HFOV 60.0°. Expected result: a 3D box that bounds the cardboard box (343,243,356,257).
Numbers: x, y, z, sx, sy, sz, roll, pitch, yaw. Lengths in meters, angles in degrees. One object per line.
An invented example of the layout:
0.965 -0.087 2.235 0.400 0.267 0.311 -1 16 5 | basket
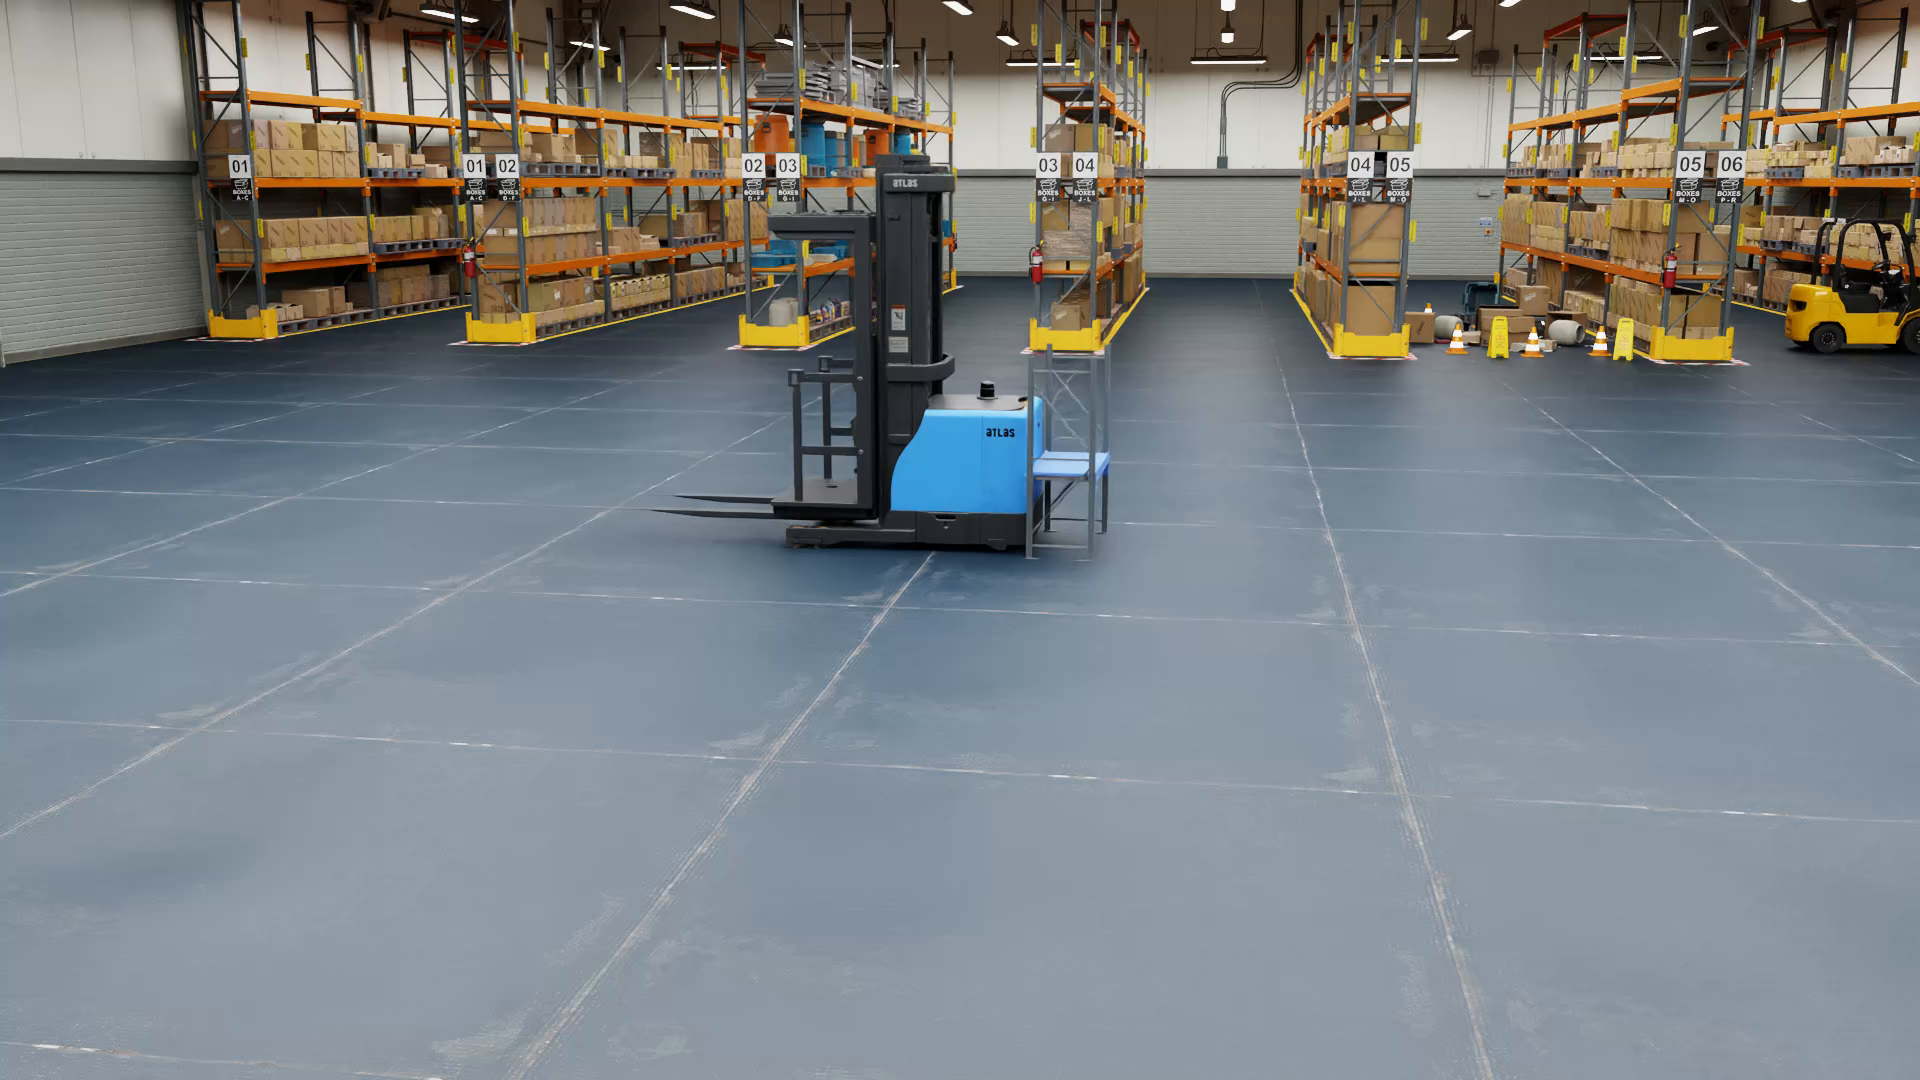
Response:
-12.181 -5.679 32.535 0.500 0.250 0.500 2 12 9 | cardboard box

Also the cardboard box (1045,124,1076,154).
1.734 -6.877 28.532 0.500 0.500 0.500 2 12 9 | cardboard box

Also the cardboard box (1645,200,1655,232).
11.486 -5.221 26.784 0.700 0.500 0.500 2 12 9 | cardboard box

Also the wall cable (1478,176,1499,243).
14.842 -9.337 46.712 0.585 1.953 0.123 2 12 9 | wall cable

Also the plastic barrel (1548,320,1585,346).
10.359 -3.539 28.411 0.421 0.421 0.512 -10 16 -40 | plastic barrel

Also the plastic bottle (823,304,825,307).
-2.532 -4.268 31.083 0.061 0.283 0.133 2 12 9 | plastic bottle

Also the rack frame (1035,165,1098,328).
1.745 -4.641 27.407 1.000 3.000 0.127 2 12 9 | rack frame

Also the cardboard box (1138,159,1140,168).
4.179 -9.631 41.970 0.700 0.500 0.500 1 12 5 | cardboard box

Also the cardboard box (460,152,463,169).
-11.660 -8.733 37.992 0.700 0.500 0.500 1 12 6 | cardboard box

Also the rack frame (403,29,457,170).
-11.707 -9.720 36.737 1.000 3.000 0.127 2 12 9 | rack frame

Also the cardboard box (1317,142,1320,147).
7.844 -8.375 35.559 0.396 0.266 0.258 2 12 9 | cardboard box

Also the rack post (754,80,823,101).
-2.907 -7.643 28.283 0.937 0.300 0.954 3 13 15 | rack post

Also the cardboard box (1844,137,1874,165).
17.321 -7.451 31.857 0.500 0.500 0.500 2 12 9 | cardboard box

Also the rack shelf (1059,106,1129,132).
2.668 -8.275 32.689 1.077 0.370 4.000 2 12 9 | rack shelf

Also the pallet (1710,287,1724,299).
18.770 -5.945 40.079 1.003 0.211 1.213 2 12 9 | pallet

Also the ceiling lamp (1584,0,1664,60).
17.015 -13.910 42.321 2.000 3.185 0.800 2 12 9 | ceiling lamp

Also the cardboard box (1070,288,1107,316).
2.476 -4.594 32.078 0.700 0.500 0.500 1 12 4 | cardboard box

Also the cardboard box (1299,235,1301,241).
8.625 -7.501 41.278 0.380 0.149 0.250 2 12 7 | cardboard box

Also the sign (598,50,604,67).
-6.883 -9.239 31.909 0.100 0.325 0.005 2 12 9 | sign

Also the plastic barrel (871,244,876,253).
-1.930 -6.212 34.435 0.421 0.512 0.421 0 12 0 | plastic barrel

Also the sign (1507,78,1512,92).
13.451 -11.136 40.714 0.100 0.325 0.005 2 12 9 | sign

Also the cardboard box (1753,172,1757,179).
18.184 -8.243 37.598 0.380 0.149 0.250 2 12 8 | cardboard box

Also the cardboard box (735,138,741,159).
-5.872 -9.771 41.480 0.700 0.500 0.500 2 12 9 | cardboard box

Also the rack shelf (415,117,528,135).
-11.400 -9.589 38.786 1.077 0.370 4.000 2 12 9 | rack shelf

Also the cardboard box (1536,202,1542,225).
12.980 -7.166 36.515 0.500 0.500 0.500 2 12 8 | cardboard box

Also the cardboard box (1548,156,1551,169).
12.756 -8.055 35.450 0.396 0.266 0.258 3 13 13 | cardboard box

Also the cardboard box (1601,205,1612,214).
12.094 -6.116 30.774 0.380 0.149 0.250 2 12 7 | cardboard box

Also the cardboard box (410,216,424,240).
-11.940 -6.693 35.649 0.700 0.500 0.500 2 12 9 | cardboard box

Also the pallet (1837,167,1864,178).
17.657 -7.055 31.937 1.213 0.211 1.003 2 12 11 | pallet

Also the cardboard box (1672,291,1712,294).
12.014 -3.820 27.350 0.500 0.500 0.500 1 12 7 | cardboard box

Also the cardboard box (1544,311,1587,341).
10.643 -3.753 29.213 0.500 0.500 0.500 -10 16 -40 | cardboard box

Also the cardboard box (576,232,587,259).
-7.564 -5.641 31.813 0.700 0.500 0.500 2 12 8 | cardboard box

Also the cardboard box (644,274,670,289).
-6.649 -5.646 36.271 0.500 0.311 0.500 2 12 10 | cardboard box

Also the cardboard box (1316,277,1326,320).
7.253 -4.529 31.233 1.050 0.750 0.750 2 12 8 | cardboard box

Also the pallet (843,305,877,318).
-2.266 -4.690 34.255 1.003 0.211 1.213 2 12 9 | pallet

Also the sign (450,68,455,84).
-11.170 -10.200 36.558 0.100 0.325 0.005 2 12 9 | sign

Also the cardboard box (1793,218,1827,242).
17.741 -6.426 34.451 0.797 0.503 0.637 2 12 7 | cardboard box

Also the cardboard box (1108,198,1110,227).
2.410 -5.846 29.682 0.500 0.500 0.500 2 12 9 | cardboard box

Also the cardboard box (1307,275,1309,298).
8.021 -5.685 37.189 0.500 0.500 0.500 2 12 11 | cardboard box

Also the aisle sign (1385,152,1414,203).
6.916 -5.705 26.176 0.394 0.787 0.004 2 12 9 | aisle sign

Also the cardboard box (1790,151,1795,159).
17.679 -8.082 34.912 0.380 0.149 0.250 2 12 9 | cardboard box

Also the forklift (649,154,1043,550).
-0.893 -1.475 12.882 3.031 2.935 1.130 2 12 8 | forklift

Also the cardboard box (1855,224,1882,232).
17.242 -5.916 31.548 0.380 0.149 0.250 2 12 9 | cardboard box

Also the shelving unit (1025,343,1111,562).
0.832 -0.689 12.629 0.538 1.500 1.048 2 12 10 | shelving unit

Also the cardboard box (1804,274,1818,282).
17.680 -5.401 34.332 0.380 0.149 0.250 2 12 10 | cardboard box

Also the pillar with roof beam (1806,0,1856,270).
15.032 -9.845 37.318 9.100 9.000 0.548 2 12 9 | pillar with roof beam

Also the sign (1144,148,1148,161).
4.740 -9.811 42.366 0.100 0.325 0.005 2 12 9 | sign

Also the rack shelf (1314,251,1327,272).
7.554 -5.356 32.435 1.077 0.370 4.000 2 12 9 | rack shelf

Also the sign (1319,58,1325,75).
7.323 -9.568 33.625 0.100 0.325 0.005 2 12 9 | sign

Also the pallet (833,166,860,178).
-2.548 -6.855 31.008 1.213 0.211 1.003 2 12 9 | pallet

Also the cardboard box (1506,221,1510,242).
13.590 -7.502 40.448 0.500 0.500 0.500 2 12 8 | cardboard box

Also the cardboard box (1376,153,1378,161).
7.272 -6.485 28.209 0.380 0.149 0.250 2 12 8 | cardboard box

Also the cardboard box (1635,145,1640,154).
11.666 -6.614 28.146 0.380 0.149 0.250 1 12 7 | cardboard box

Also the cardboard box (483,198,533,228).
-7.950 -5.753 29.253 0.700 0.500 0.500 2 12 9 | cardboard box
